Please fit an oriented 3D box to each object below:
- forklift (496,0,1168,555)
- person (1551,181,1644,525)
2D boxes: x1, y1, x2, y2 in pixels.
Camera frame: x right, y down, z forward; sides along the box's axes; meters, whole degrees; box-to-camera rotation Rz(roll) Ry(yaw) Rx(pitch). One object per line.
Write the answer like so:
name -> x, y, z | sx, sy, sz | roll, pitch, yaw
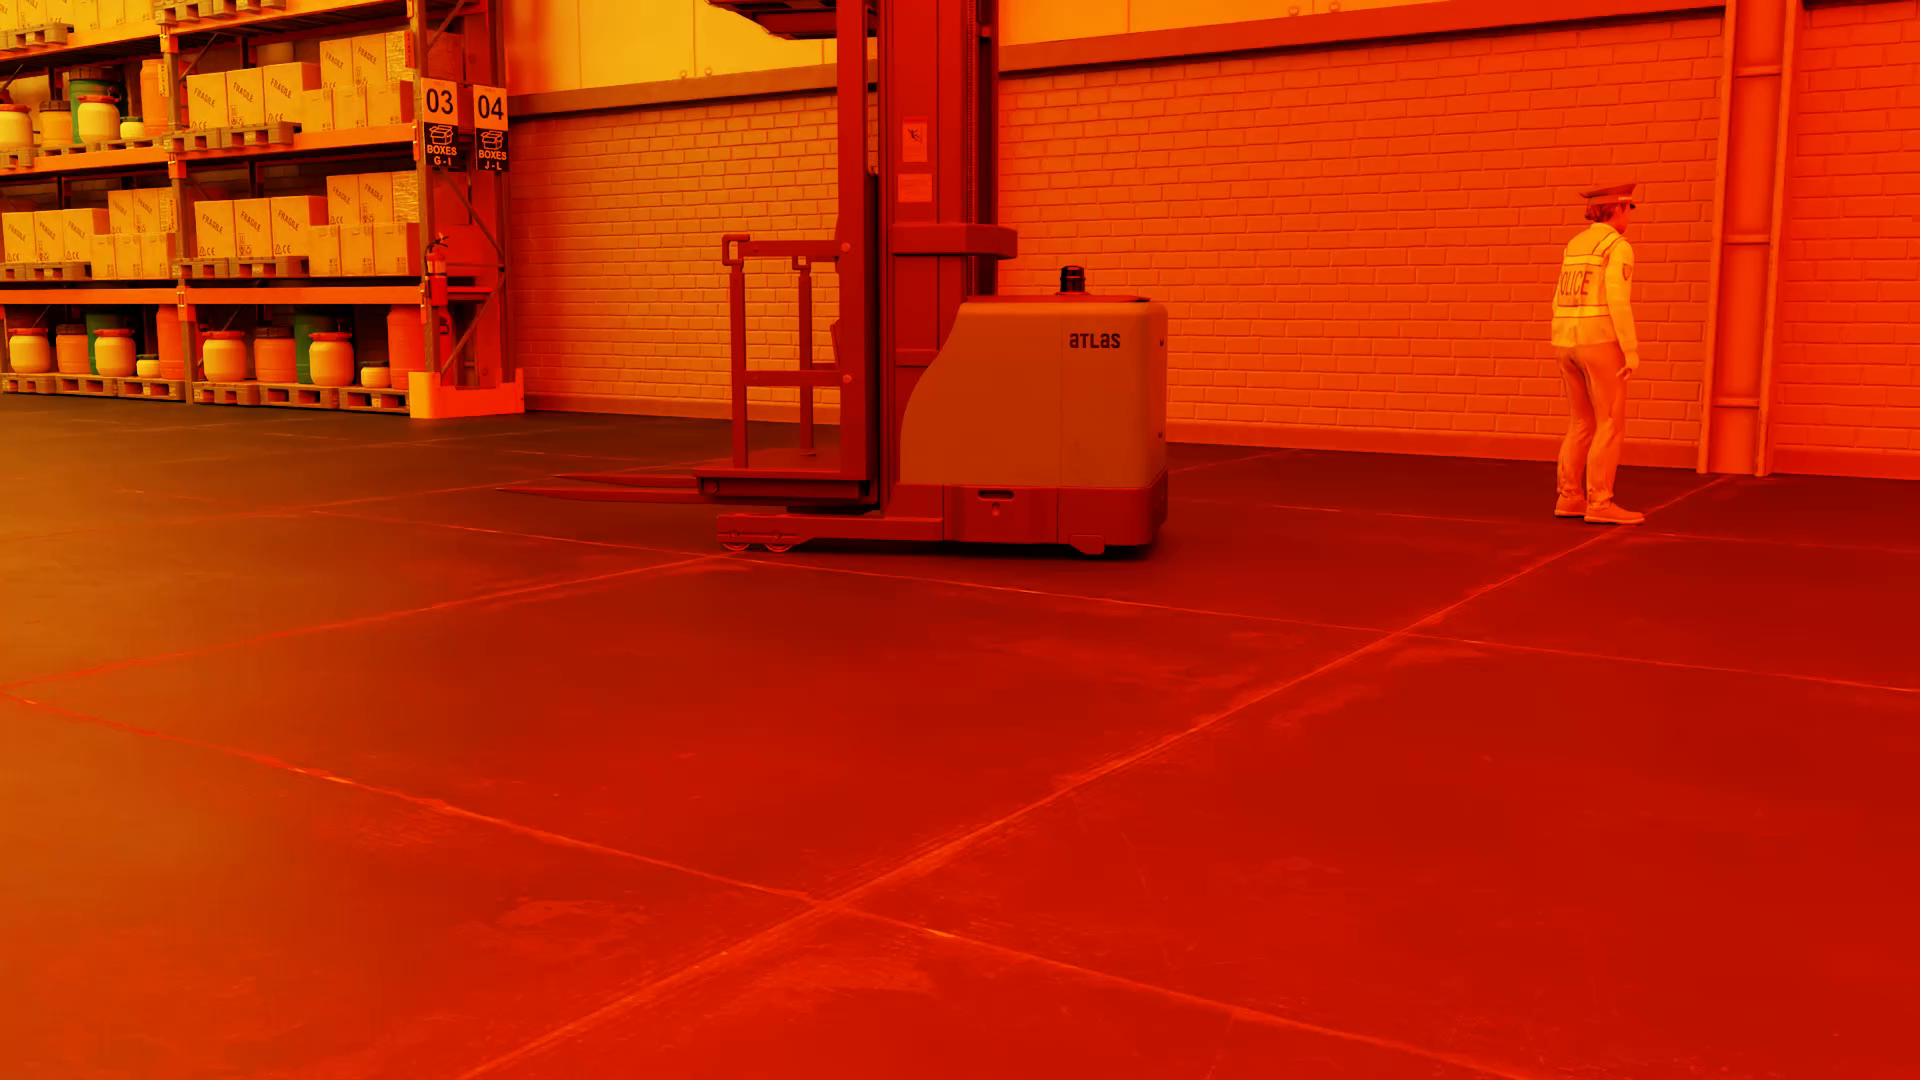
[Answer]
forklift -> -0.596, -1.469, 7.520 | 3.031, 2.935, 1.130 | 2, 8, 12
person -> 3.146, -0.931, 8.236 | 0.371, 1.666, 0.547 | -2, 8, -15
